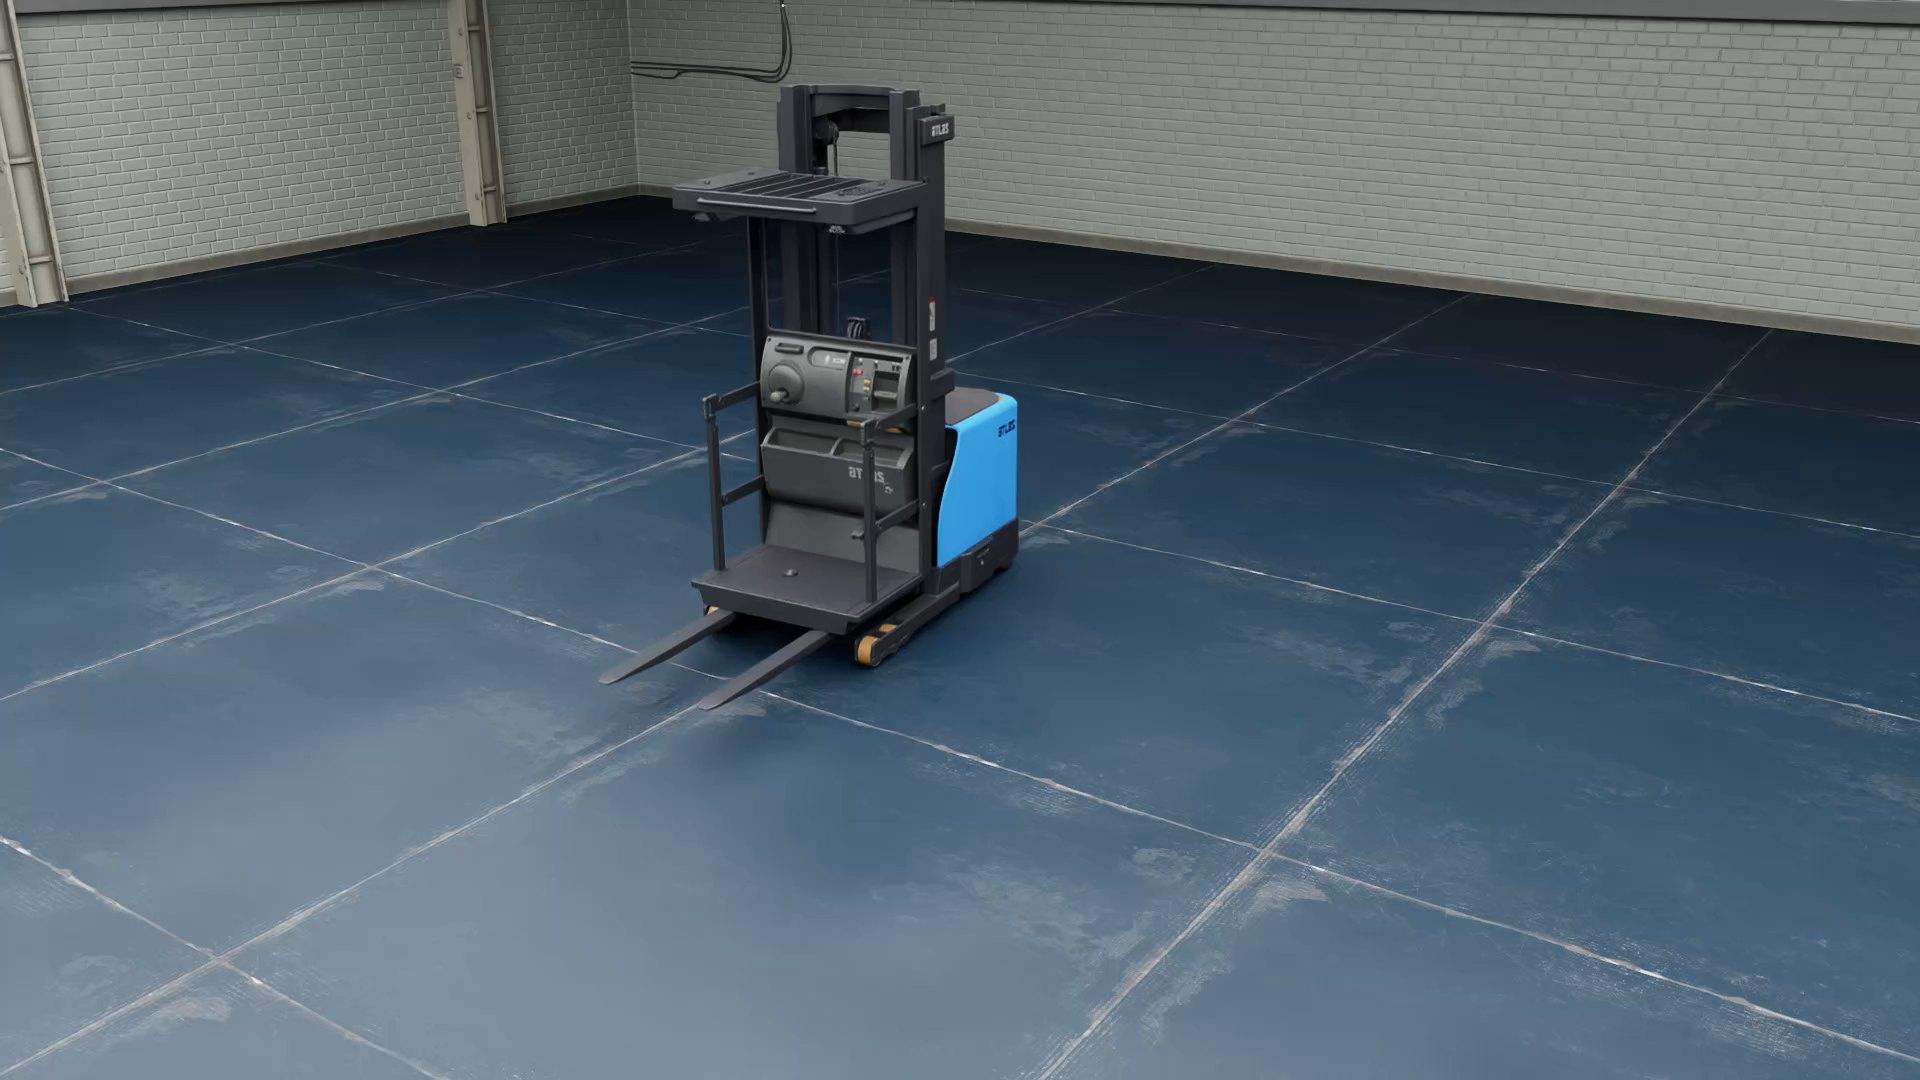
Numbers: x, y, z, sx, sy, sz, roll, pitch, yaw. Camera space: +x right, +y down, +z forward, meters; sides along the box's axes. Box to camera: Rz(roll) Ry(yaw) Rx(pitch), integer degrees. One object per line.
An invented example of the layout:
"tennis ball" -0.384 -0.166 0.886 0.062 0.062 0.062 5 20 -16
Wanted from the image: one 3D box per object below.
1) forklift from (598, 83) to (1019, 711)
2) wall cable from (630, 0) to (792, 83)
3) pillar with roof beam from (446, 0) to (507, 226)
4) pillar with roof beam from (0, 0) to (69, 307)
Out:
"forklift" -0.781 -0.872 8.896 1.130 2.935 3.031 11 23 26
"wall cable" -3.551 -7.583 22.769 3.097 2.526 0.112 13 24 32
"pillar with roof beam" -2.740 -7.612 18.373 9.100 9.000 0.400 13 24 32
"pillar with roof beam" -6.113 -5.891 13.719 9.100 9.000 0.400 13 24 32
